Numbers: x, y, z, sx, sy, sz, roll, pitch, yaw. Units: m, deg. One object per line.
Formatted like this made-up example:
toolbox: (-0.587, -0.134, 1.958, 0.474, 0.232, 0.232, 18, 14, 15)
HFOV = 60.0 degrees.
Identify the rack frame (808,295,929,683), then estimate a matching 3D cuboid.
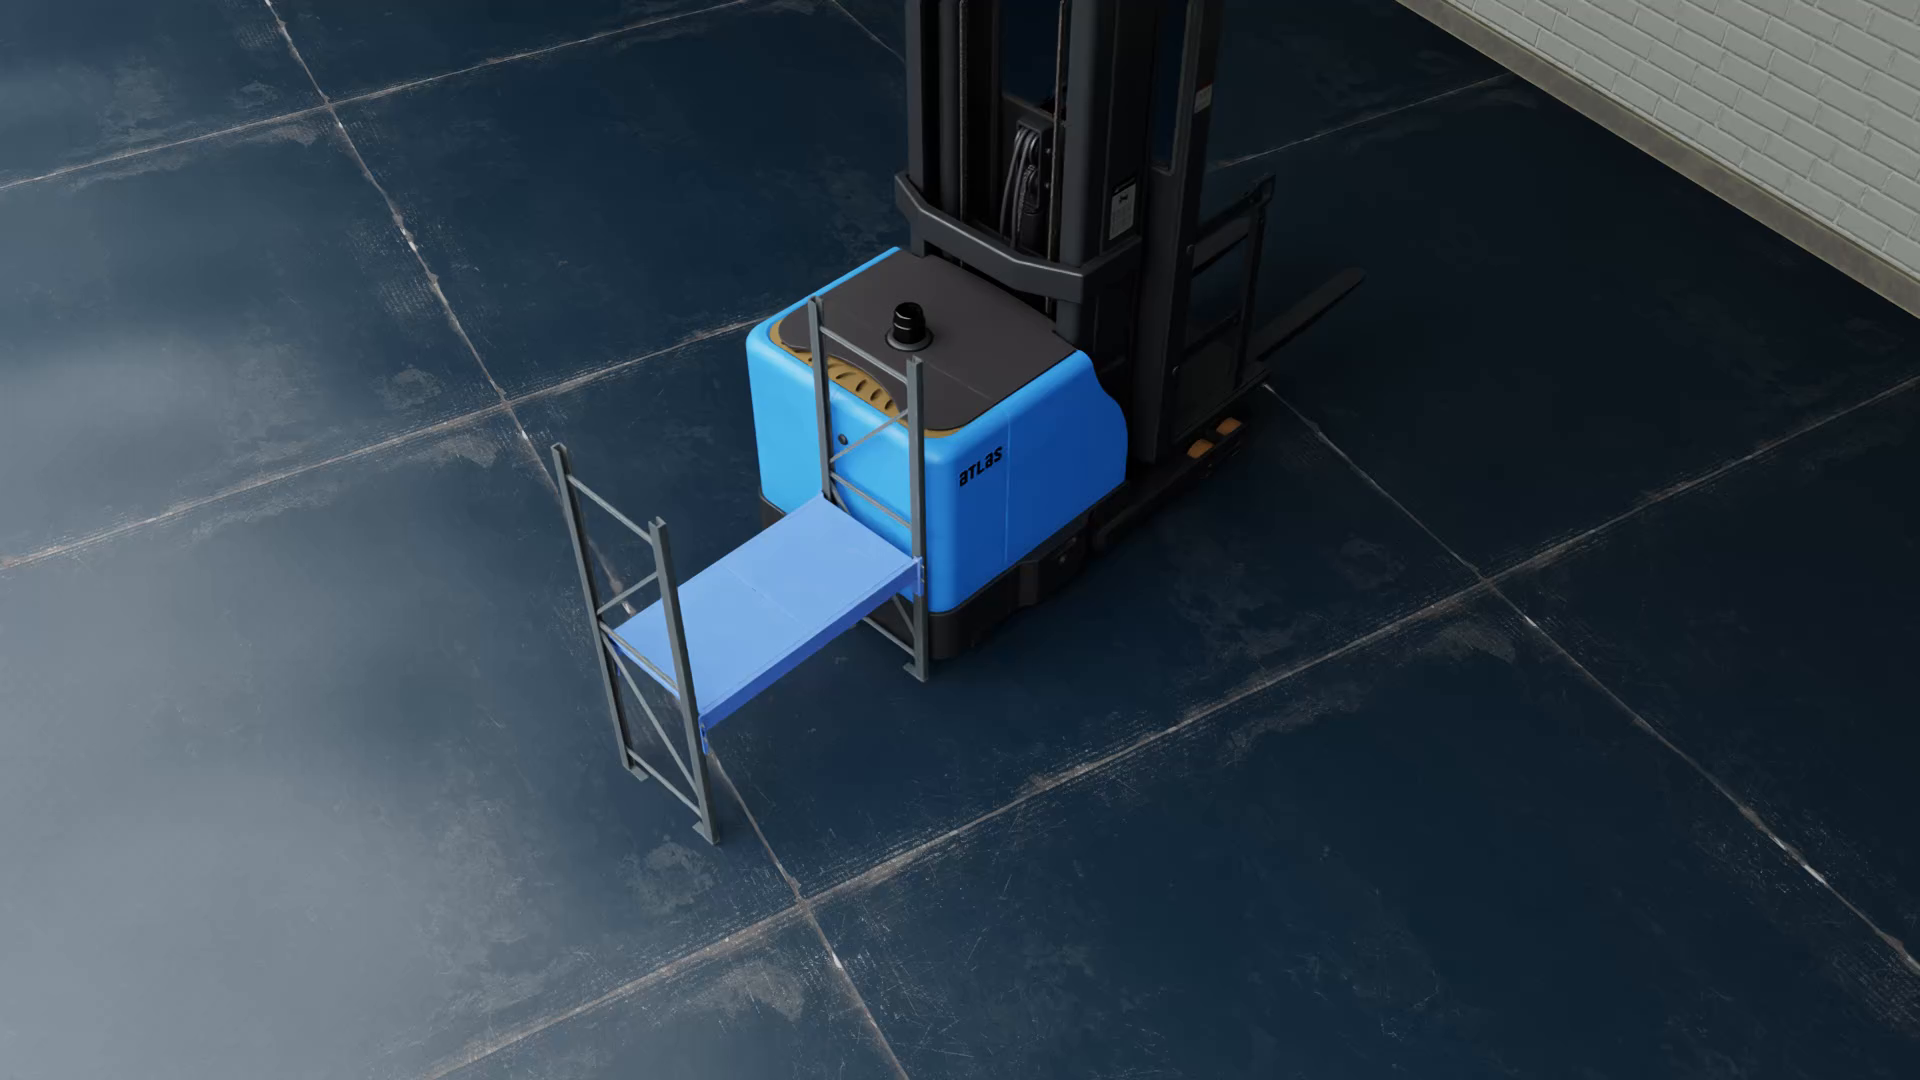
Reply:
rack frame: (-0.305, -0.132, 5.809, 0.500, 1.500, 0.032, 34, 53, 30)

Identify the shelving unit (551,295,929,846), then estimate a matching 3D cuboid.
shelving unit: (-0.658, 0.123, 5.547, 0.538, 1.500, 1.048, 34, 53, 30)

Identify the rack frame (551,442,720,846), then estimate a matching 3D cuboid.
rack frame: (-1.011, 0.378, 5.284, 0.500, 1.500, 0.032, 34, 53, 30)

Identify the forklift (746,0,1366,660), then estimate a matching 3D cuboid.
forklift: (0.595, -1.536, 6.228, 1.130, 2.935, 3.031, 34, 53, 30)

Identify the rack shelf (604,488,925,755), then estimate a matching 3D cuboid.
rack shelf: (-0.658, 0.252, 5.672, 0.538, 0.185, 1.000, 34, 53, 30)
